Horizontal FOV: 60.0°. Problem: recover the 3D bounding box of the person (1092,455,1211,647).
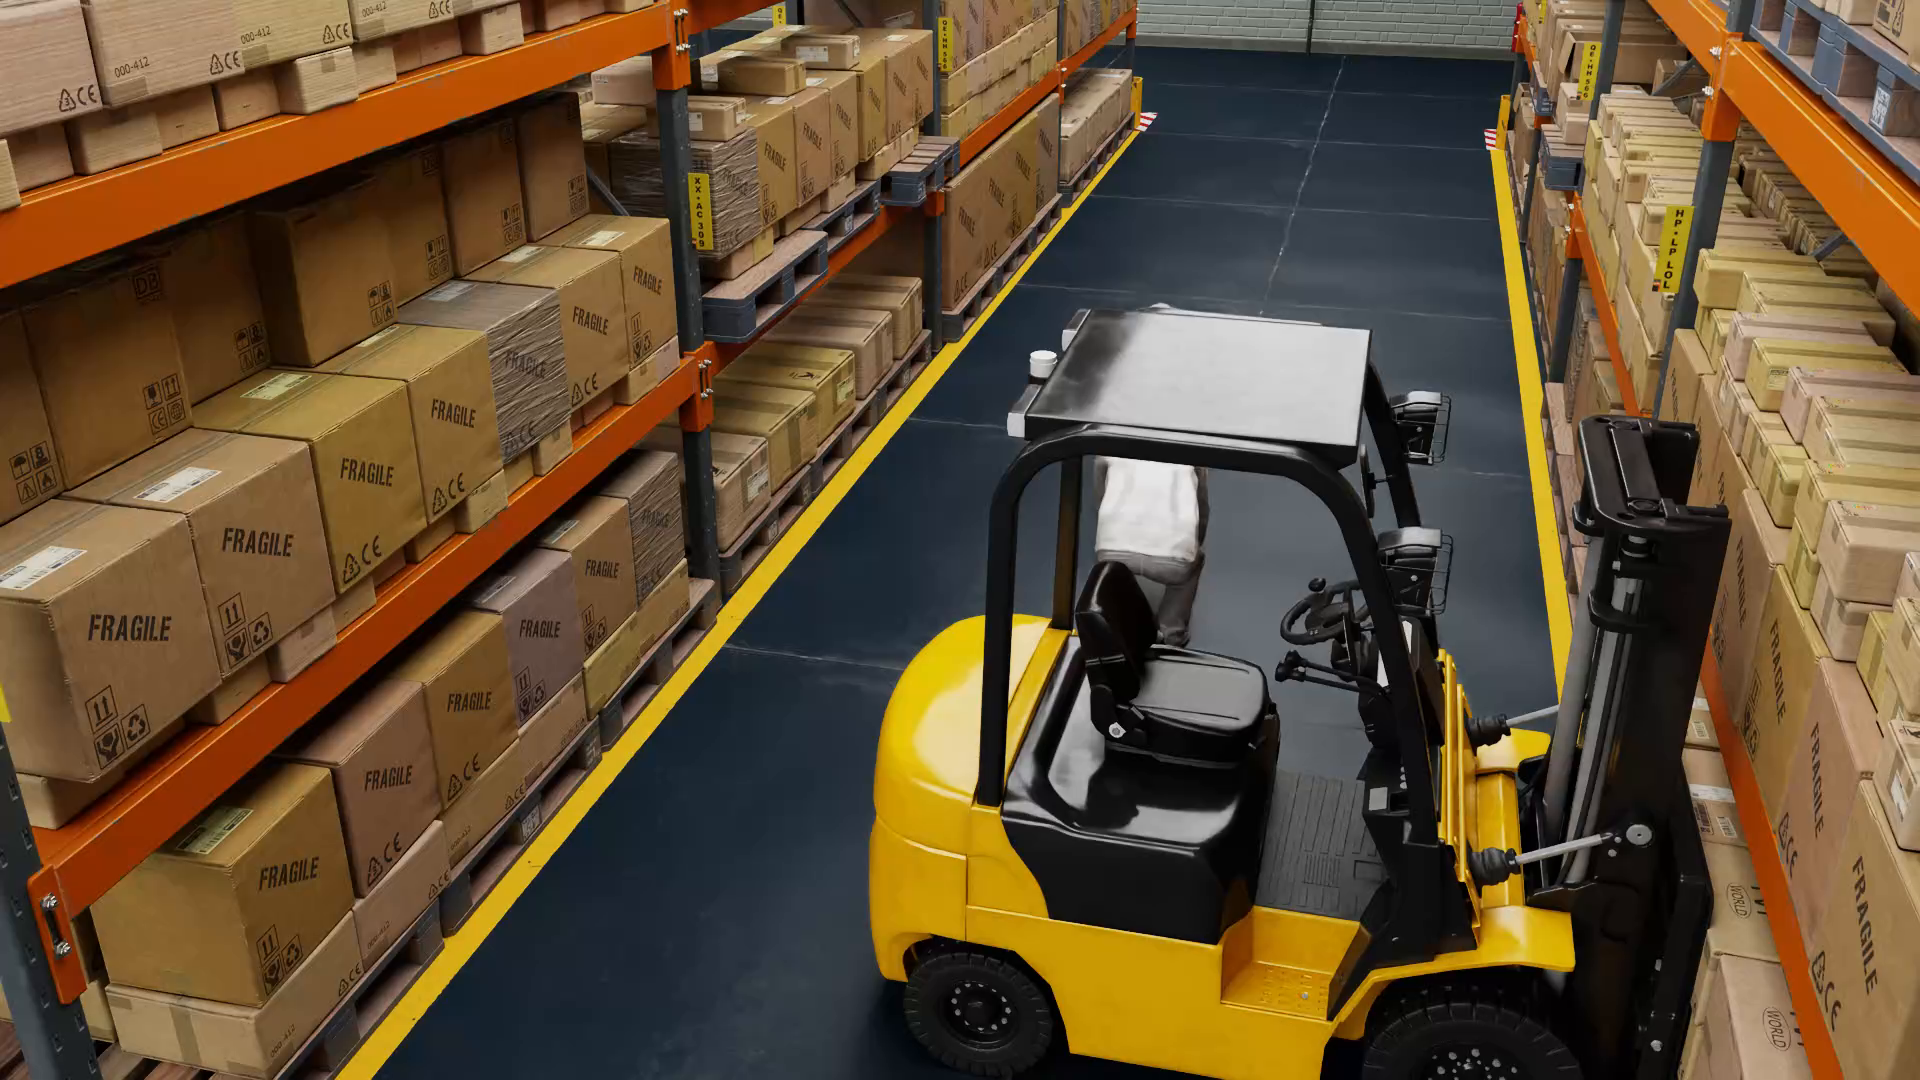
[{"bbox_3d":[0.840,-0.072,7.544,0.551,1.085,0.870,6,26,13],"label":"person"}]
